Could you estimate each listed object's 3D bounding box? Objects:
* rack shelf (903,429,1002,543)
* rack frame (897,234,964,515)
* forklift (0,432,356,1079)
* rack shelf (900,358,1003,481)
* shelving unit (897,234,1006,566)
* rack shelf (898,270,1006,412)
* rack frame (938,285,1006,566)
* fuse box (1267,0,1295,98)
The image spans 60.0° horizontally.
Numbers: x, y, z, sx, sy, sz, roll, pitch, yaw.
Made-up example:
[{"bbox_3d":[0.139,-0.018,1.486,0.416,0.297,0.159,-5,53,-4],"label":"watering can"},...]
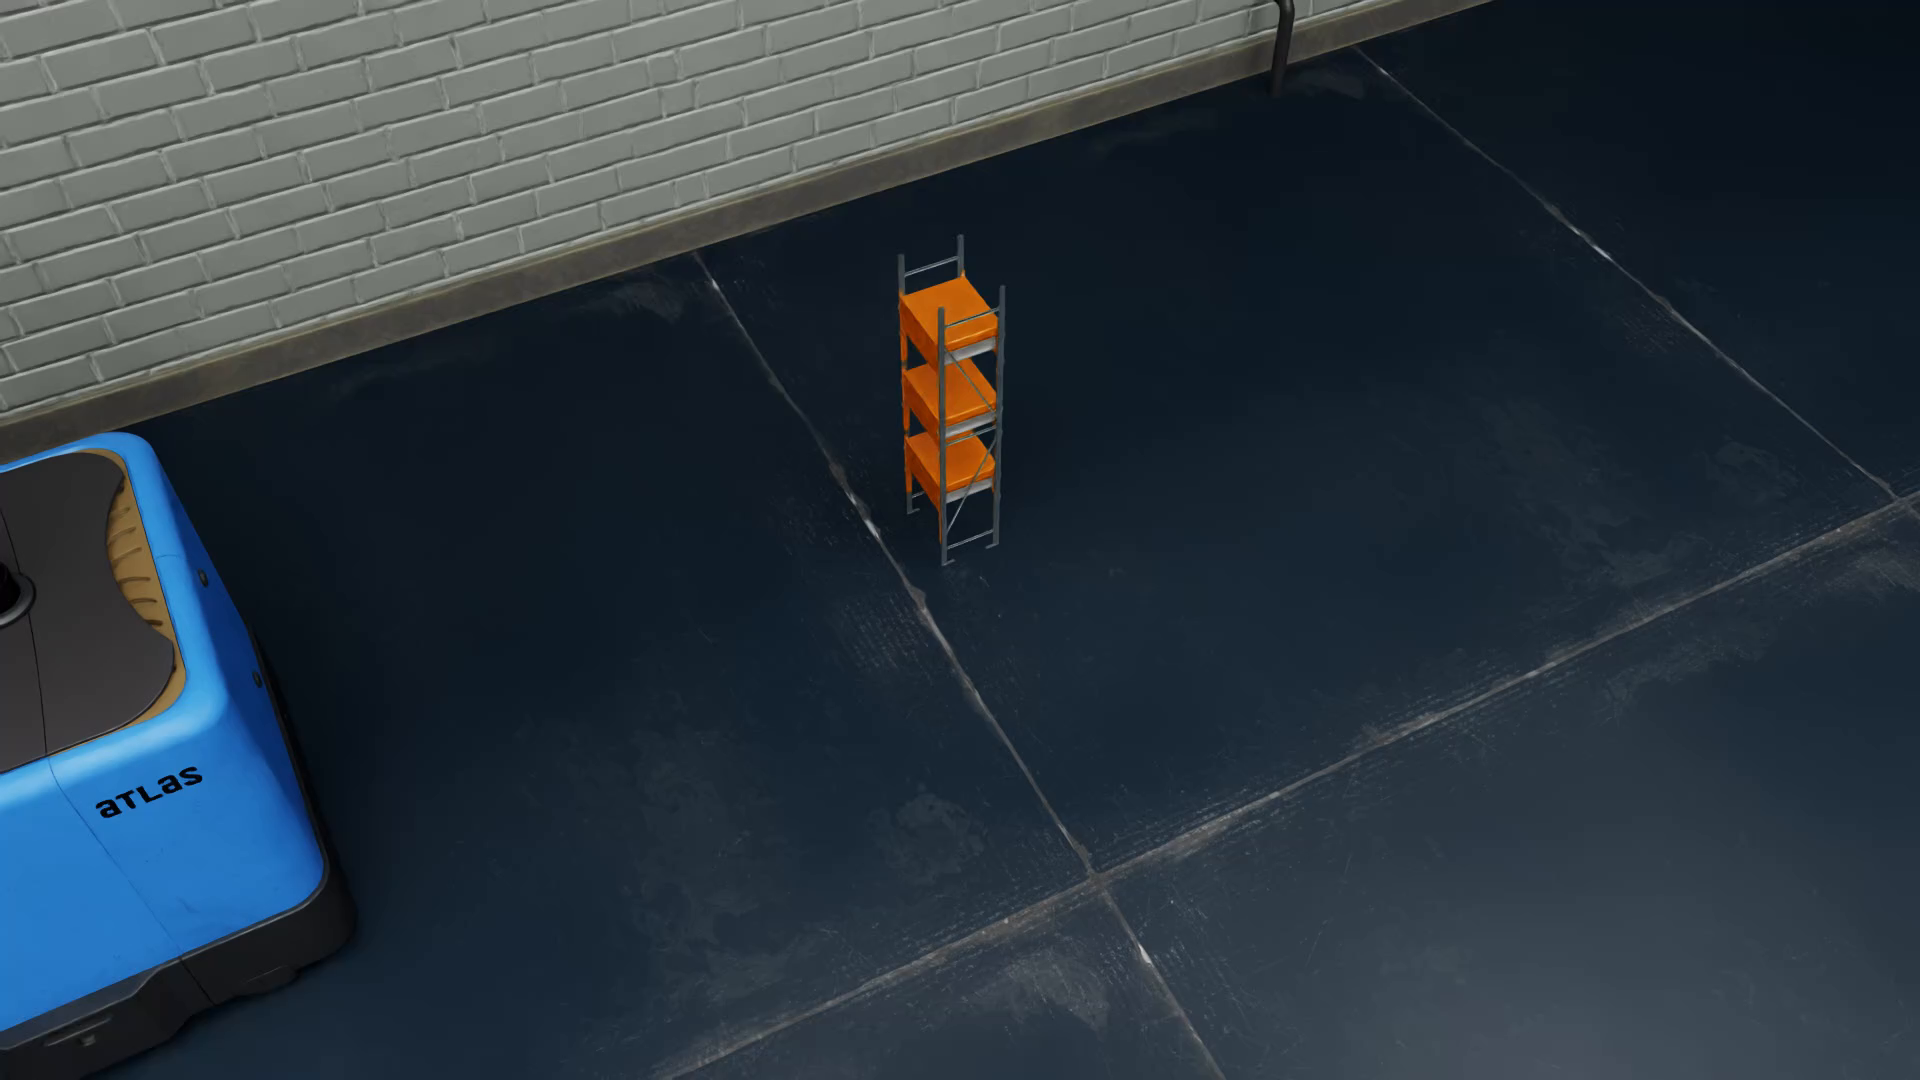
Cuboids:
[{"bbox_3d":[-0.024,-0.192,5.103,0.215,0.259,0.240,-21,52,-18],"label":"rack shelf"},{"bbox_3d":[-0.080,-0.463,4.958,0.200,1.050,0.008,-21,52,-18],"label":"rack frame"},{"bbox_3d":[-3.104,0.301,3.039,3.031,2.935,1.130,-22,52,-18],"label":"forklift"},{"bbox_3d":[-0.024,-0.374,4.894,0.215,0.259,0.240,-21,52,-18],"label":"rack shelf"},{"bbox_3d":[-0.024,-0.381,4.886,0.215,1.050,0.252,-21,52,-18],"label":"shelving unit"},{"bbox_3d":[-0.024,-0.561,4.681,0.215,0.259,0.240,-21,52,-18],"label":"rack shelf"},{"bbox_3d":[0.031,-0.300,4.815,0.200,1.050,0.008,-21,52,-18],"label":"rack frame"},{"bbox_3d":[1.333,-2.395,6.208,0.539,1.711,0.414,-21,52,-18],"label":"fuse box"}]
